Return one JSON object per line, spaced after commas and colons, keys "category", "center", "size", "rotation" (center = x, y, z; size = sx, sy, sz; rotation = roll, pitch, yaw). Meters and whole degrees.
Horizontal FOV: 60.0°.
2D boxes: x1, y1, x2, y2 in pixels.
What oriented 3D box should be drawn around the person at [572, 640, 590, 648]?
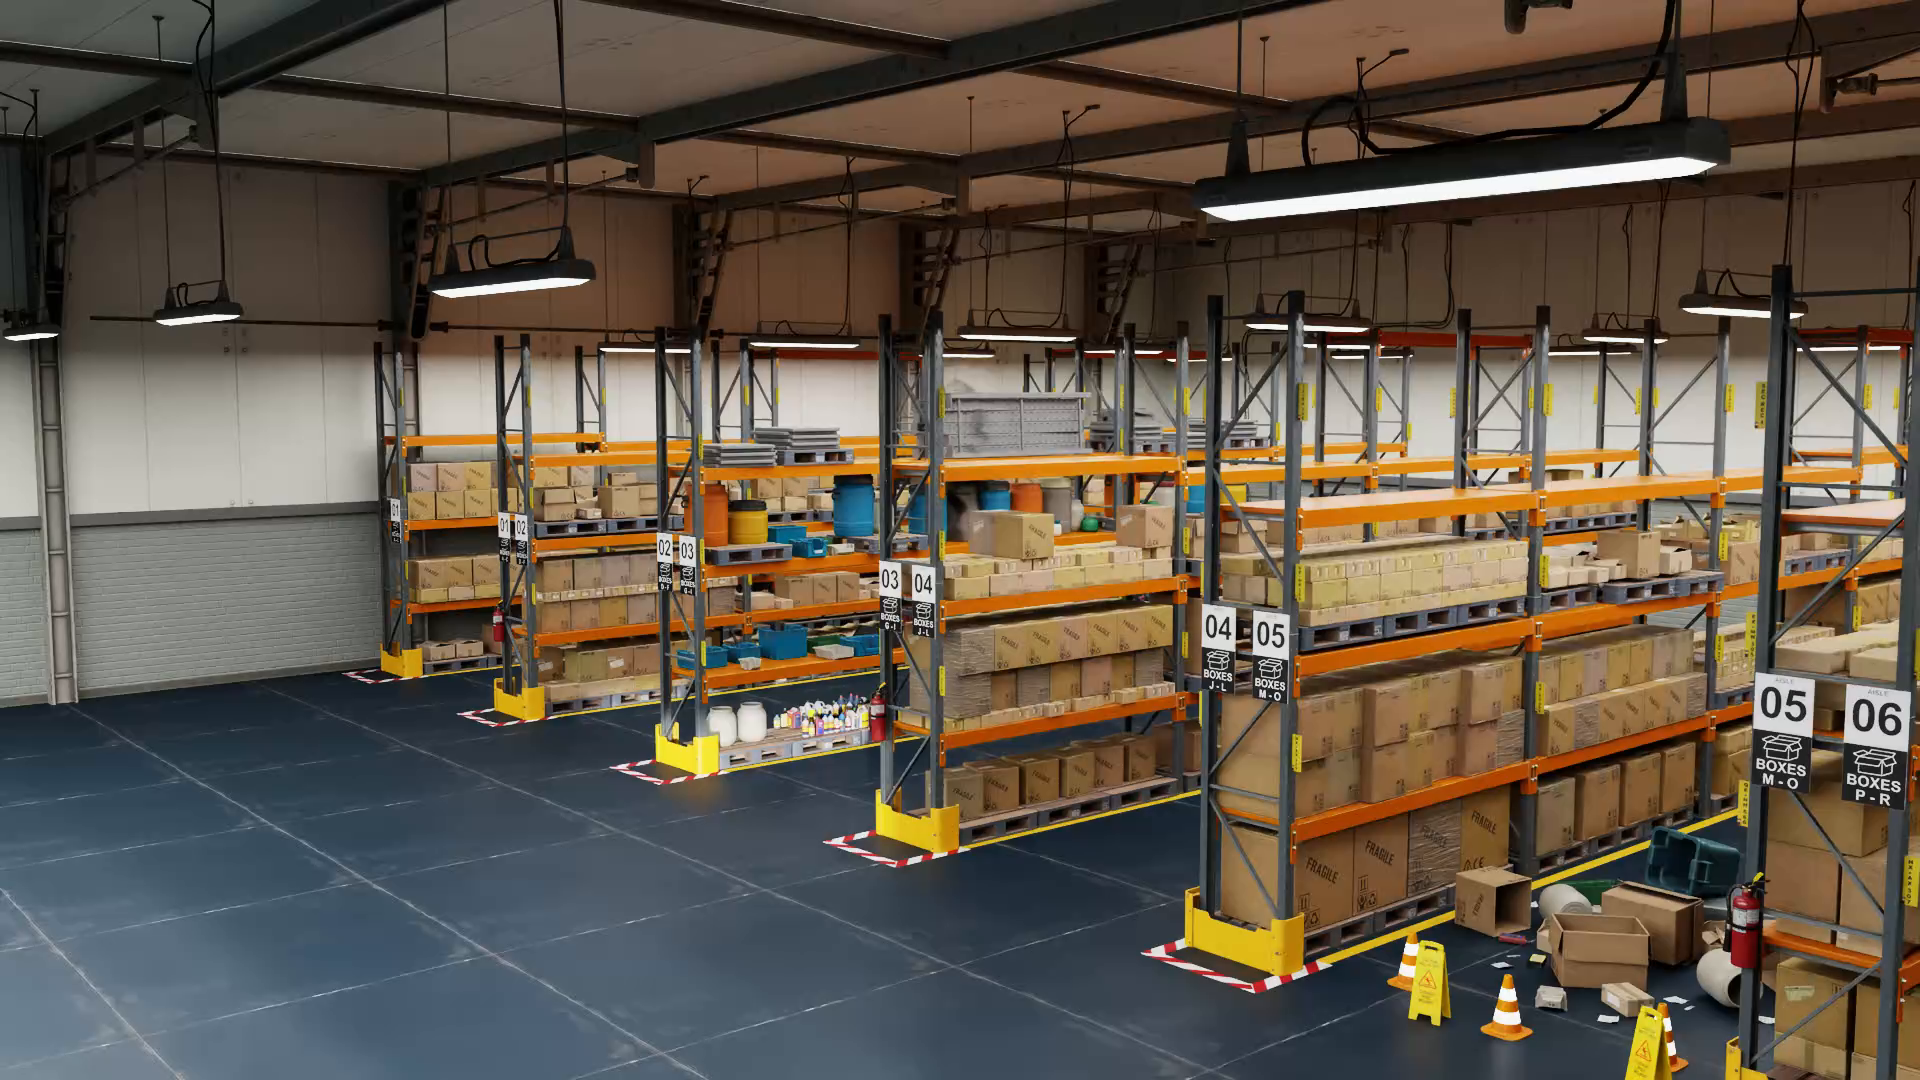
{"category": "person", "center": [-6.524, 1.721, 28.893], "size": [0.617, 1.677, 0.747], "rotation": [4, 6, 36]}
